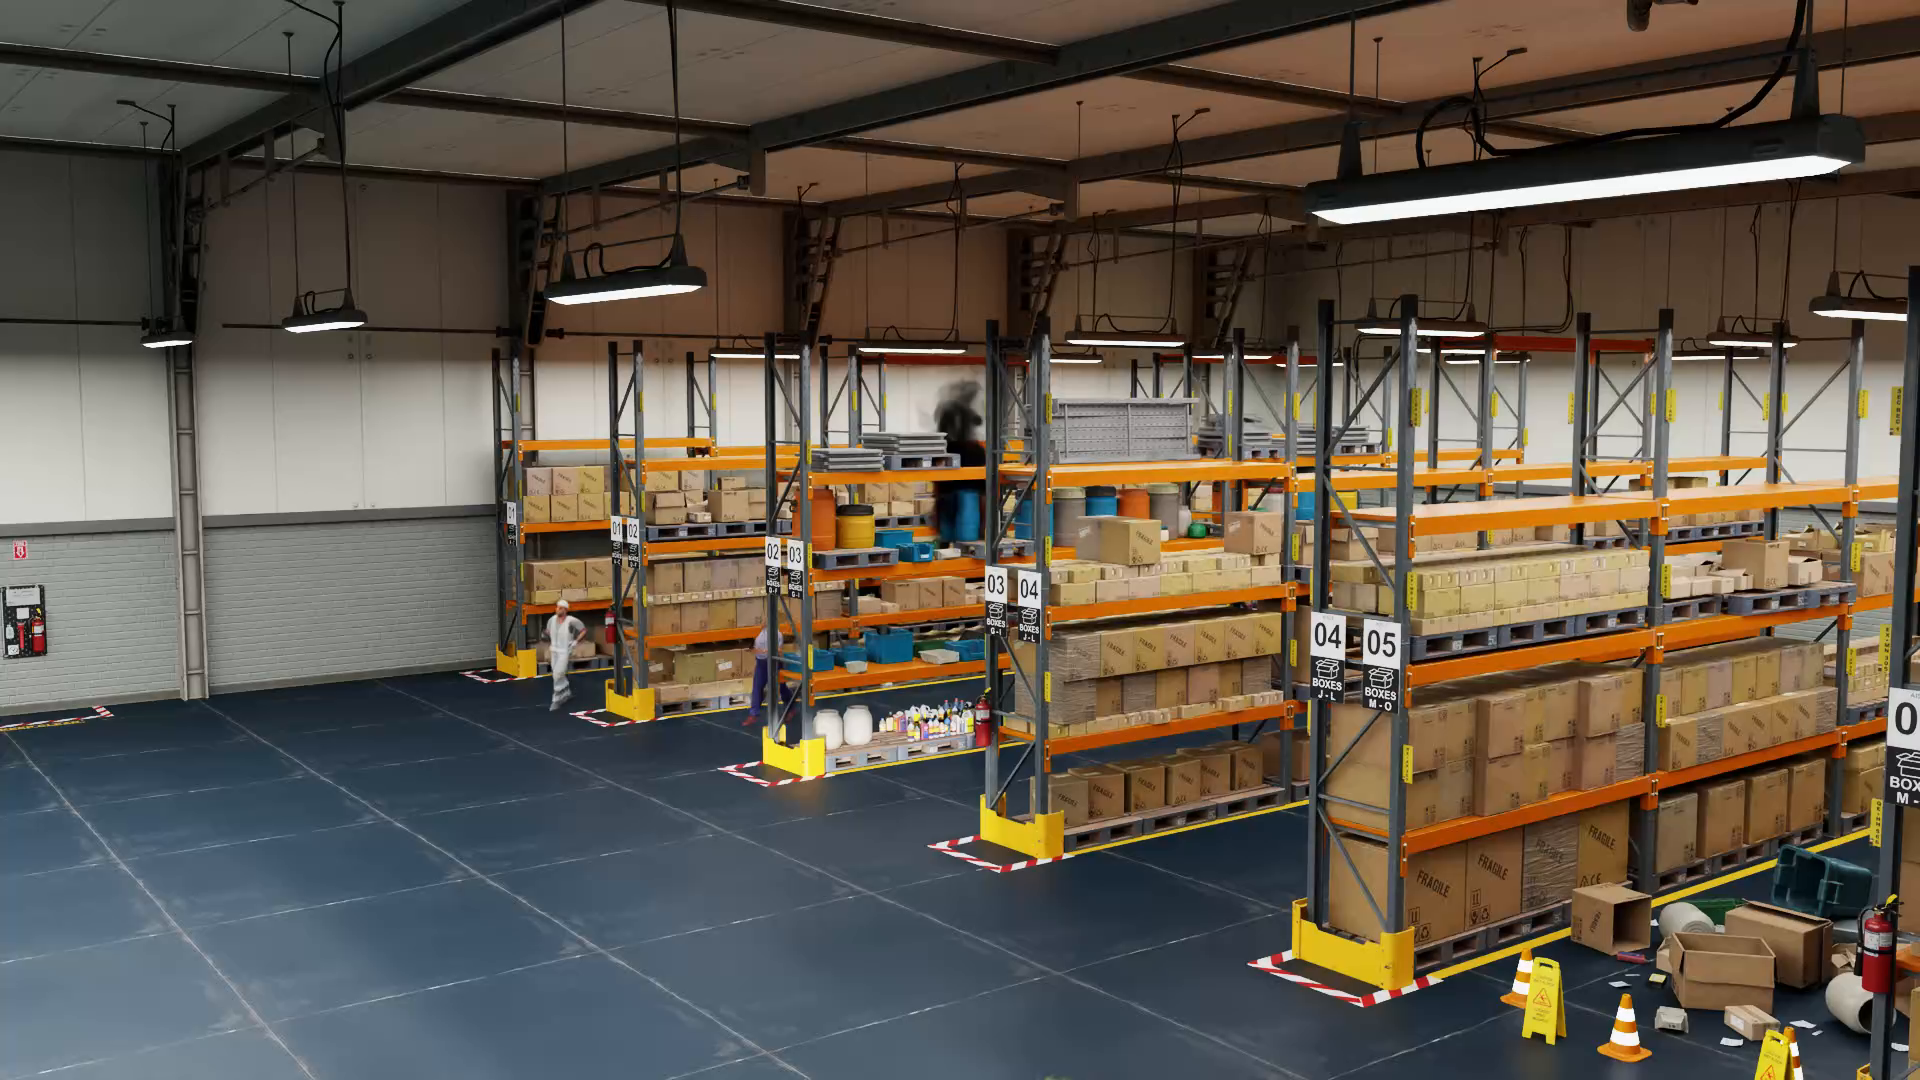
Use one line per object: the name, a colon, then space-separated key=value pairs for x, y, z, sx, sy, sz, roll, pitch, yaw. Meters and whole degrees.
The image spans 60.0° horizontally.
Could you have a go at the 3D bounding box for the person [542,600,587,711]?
person: x=-6.527 y=1.889 z=27.320 sx=0.651 sy=1.840 sz=0.750 roll=2 pitch=6 yaw=26

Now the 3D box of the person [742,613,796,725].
person: x=-2.825 y=1.900 z=24.500 sx=0.617 sy=1.691 sz=0.888 roll=5 pitch=7 yaw=45

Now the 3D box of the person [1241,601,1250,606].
person: x=5.349 y=1.521 z=31.945 sx=0.566 sy=1.720 sz=0.849 roll=4 pitch=7 yaw=40
